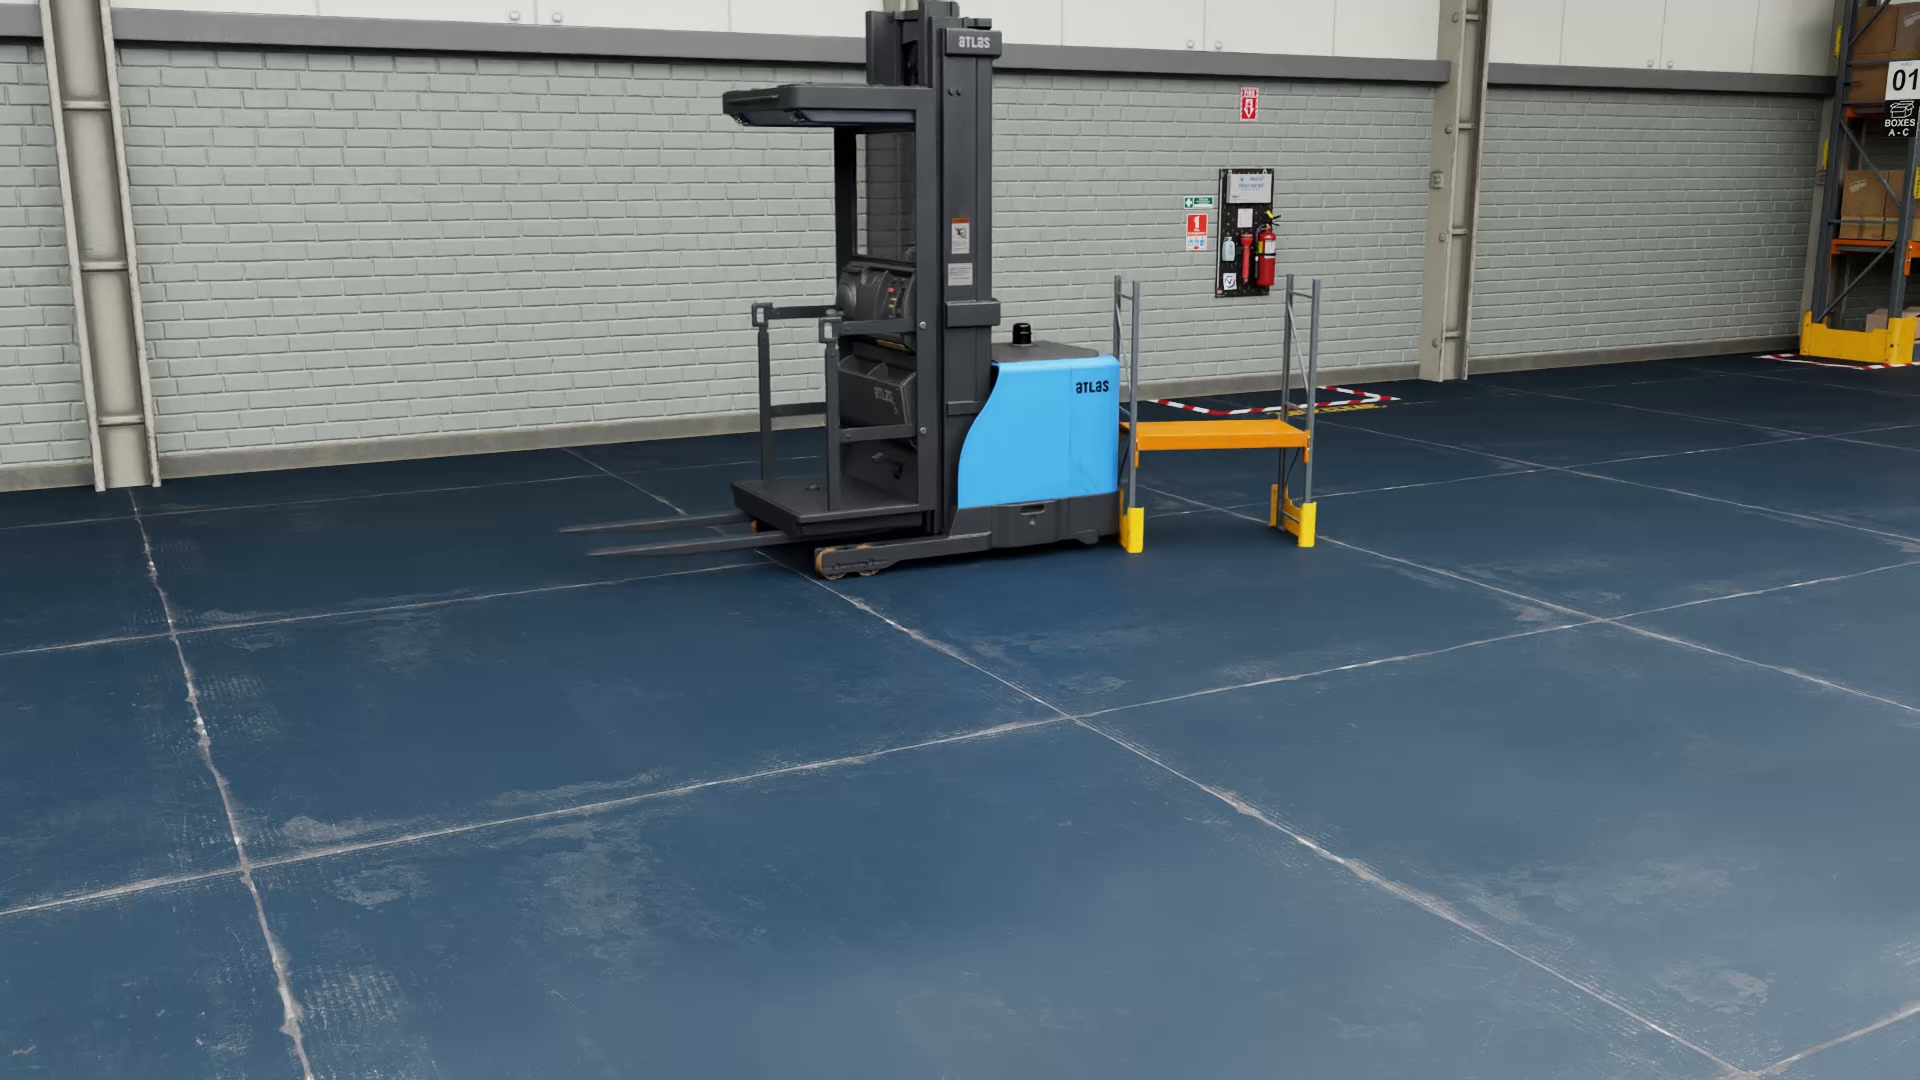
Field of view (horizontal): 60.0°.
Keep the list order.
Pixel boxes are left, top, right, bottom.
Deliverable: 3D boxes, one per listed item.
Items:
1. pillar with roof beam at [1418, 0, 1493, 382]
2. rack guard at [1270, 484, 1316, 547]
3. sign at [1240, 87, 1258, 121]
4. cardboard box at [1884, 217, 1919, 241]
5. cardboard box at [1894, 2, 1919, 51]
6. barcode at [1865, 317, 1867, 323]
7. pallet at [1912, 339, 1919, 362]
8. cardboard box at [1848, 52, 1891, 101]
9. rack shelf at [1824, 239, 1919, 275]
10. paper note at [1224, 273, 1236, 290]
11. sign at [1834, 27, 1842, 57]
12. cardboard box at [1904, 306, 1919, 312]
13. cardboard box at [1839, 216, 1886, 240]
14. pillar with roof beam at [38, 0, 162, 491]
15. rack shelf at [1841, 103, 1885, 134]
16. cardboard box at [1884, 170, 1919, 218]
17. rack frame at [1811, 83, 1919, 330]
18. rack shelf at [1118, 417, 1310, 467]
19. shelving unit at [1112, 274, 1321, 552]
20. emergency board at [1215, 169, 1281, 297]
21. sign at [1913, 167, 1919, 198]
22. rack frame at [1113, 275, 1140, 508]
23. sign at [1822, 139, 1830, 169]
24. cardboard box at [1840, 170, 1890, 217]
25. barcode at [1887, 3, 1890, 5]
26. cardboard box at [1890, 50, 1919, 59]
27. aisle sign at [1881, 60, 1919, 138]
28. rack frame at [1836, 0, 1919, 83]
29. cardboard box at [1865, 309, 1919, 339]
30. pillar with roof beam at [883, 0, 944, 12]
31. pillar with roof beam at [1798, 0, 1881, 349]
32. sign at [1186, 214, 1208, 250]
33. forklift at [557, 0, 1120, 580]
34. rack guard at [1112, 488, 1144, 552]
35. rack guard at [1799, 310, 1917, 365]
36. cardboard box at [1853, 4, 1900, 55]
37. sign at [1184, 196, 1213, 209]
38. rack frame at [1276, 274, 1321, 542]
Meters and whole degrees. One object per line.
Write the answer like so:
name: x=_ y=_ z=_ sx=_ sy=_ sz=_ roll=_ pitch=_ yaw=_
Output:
pillar with roof beam: x=6.957 y=-5.196 z=12.203 sx=0.400 sy=9.000 sz=9.100 roll=-7 pitch=14 yaw=-28
rack guard: x=1.938 y=-0.146 z=9.691 sx=0.087 sy=0.250 sz=0.587 roll=-2 pitch=13 yaw=-7
sign: x=2.652 y=-3.996 z=15.252 sx=0.199 sy=0.298 sz=0.001 roll=-7 pitch=14 yaw=-28
cardboard box: x=10.541 y=-3.417 z=18.255 sx=0.500 sy=0.250 sz=0.500 roll=-7 pitch=15 yaw=-29
cardboard box: x=10.415 y=-5.493 z=17.804 sx=0.500 sy=0.500 sz=0.500 roll=-8 pitch=15 yaw=-32
barcode: x=10.435 y=-2.532 z=19.128 sx=0.075 sy=0.075 sz=0.001 roll=-7 pitch=14 yaw=-28
pallet: x=10.757 y=-2.216 z=18.976 sx=1.213 sy=0.211 sz=1.003 roll=-7 pitch=14 yaw=-28
cardboard box: x=10.205 y=-5.105 z=18.354 sx=0.500 sy=0.500 sz=0.500 roll=-6 pitch=14 yaw=-24
rack shelf: x=11.716 y=-3.349 z=19.298 sx=4.000 sy=0.370 sz=1.077 roll=-7 pitch=14 yaw=-28
paper note: x=2.518 y=-2.411 z=15.498 sx=0.142 sy=0.148 sz=0.016 roll=-7 pitch=14 yaw=-28
sign: x=9.712 y=-5.494 z=18.343 sx=0.005 sy=0.325 sz=0.100 roll=-7 pitch=14 yaw=-28
cardboard box: x=11.111 y=-2.508 z=19.044 sx=0.500 sy=0.311 sz=0.500 roll=-6 pitch=14 yaw=-23
cardboard box: x=10.278 y=-3.513 z=18.683 sx=0.500 sy=0.250 sz=0.500 roll=-7 pitch=14 yaw=-27
pillar with roof beam: x=-3.576 y=-3.934 z=6.593 sx=0.400 sy=9.000 sz=9.100 roll=-7 pitch=14 yaw=-28
rack shelf: x=11.716 y=-4.813 z=18.969 sx=4.000 sy=0.370 sz=1.077 roll=-7 pitch=14 yaw=-28
cardboard box: x=10.523 y=-3.785 z=18.182 sx=0.500 sy=0.500 sz=0.500 roll=-7 pitch=14 yaw=-28
rack frame: x=9.960 y=-3.490 z=18.284 sx=0.127 sy=3.000 sz=1.000 roll=-7 pitch=14 yaw=-28
rack shelf: x=1.435 y=-0.566 z=9.529 sx=1.000 sy=0.185 sz=0.538 roll=-2 pitch=13 yaw=-7
shelving unit: x=1.444 y=-0.742 z=9.491 sx=1.083 sy=1.500 sz=0.587 roll=-2 pitch=13 yaw=-7
emergency board: x=2.707 y=-2.846 z=15.425 sx=0.643 sy=1.169 sz=0.194 roll=-7 pitch=14 yaw=-28
sign: x=10.221 y=-3.808 z=17.725 sx=0.005 sy=0.325 sz=0.100 roll=-7 pitch=14 yaw=-28
rack frame: x=0.931 y=-0.727 z=9.426 sx=0.032 sy=1.500 sz=0.500 roll=-2 pitch=13 yaw=-7
sign: x=9.712 y=-4.318 z=18.607 sx=0.005 sy=0.325 sz=0.100 roll=-7 pitch=14 yaw=-28
cardboard box: x=10.272 y=-3.883 z=18.619 sx=0.500 sy=0.500 sz=0.500 roll=-7 pitch=14 yaw=-28
barcode: x=10.344 y=-5.954 z=18.529 sx=0.075 sy=0.075 sz=0.001 roll=-7 pitch=14 yaw=-28
cardboard box: x=10.374 y=-4.999 z=17.884 sx=0.500 sy=0.500 sz=0.500 roll=-6 pitch=14 yaw=-26
aisle sign: x=10.041 y=-4.693 z=17.708 sx=0.004 sy=0.787 sz=0.394 roll=-7 pitch=14 yaw=-28
rack frame: x=9.960 y=-6.417 z=17.626 sx=0.127 sy=3.000 sz=1.000 roll=-7 pitch=14 yaw=-28
cardboard box: x=10.611 y=-2.448 z=18.778 sx=0.500 sy=0.311 sz=0.500 roll=-9 pitch=15 yaw=-34
pillar with roof beam: x=1.690 y=-4.565 z=9.398 sx=0.400 sy=9.000 sz=9.100 roll=-7 pitch=14 yaw=-28
pillar with roof beam: x=12.223 y=-5.827 z=15.007 sx=0.400 sy=9.000 sz=9.100 roll=-7 pitch=14 yaw=-28
sign: x=2.172 y=-2.826 z=15.251 sx=0.234 sy=0.329 sz=0.001 roll=-7 pitch=14 yaw=-28
forklift: x=-0.644 y=-1.352 z=8.942 sx=3.031 sy=2.935 sz=1.130 roll=-6 pitch=14 yaw=-26
rack guard: x=0.950 y=-0.118 z=9.565 sx=0.087 sy=0.250 sz=0.587 roll=-2 pitch=13 yaw=-7
rack guard: x=10.027 y=-2.278 z=18.594 sx=0.348 sy=0.500 sz=1.175 roll=-7 pitch=14 yaw=-28
cardboard box: x=10.214 y=-5.595 z=18.258 sx=0.500 sy=0.500 sz=0.500 roll=-6 pitch=14 yaw=-25
sign: x=2.180 y=-3.083 z=15.187 sx=0.331 sy=0.109 sz=0.001 roll=-7 pitch=14 yaw=-28
rack frame: x=1.939 y=-0.756 z=9.554 sx=0.032 sy=1.500 sz=0.500 roll=-2 pitch=13 yaw=-7
